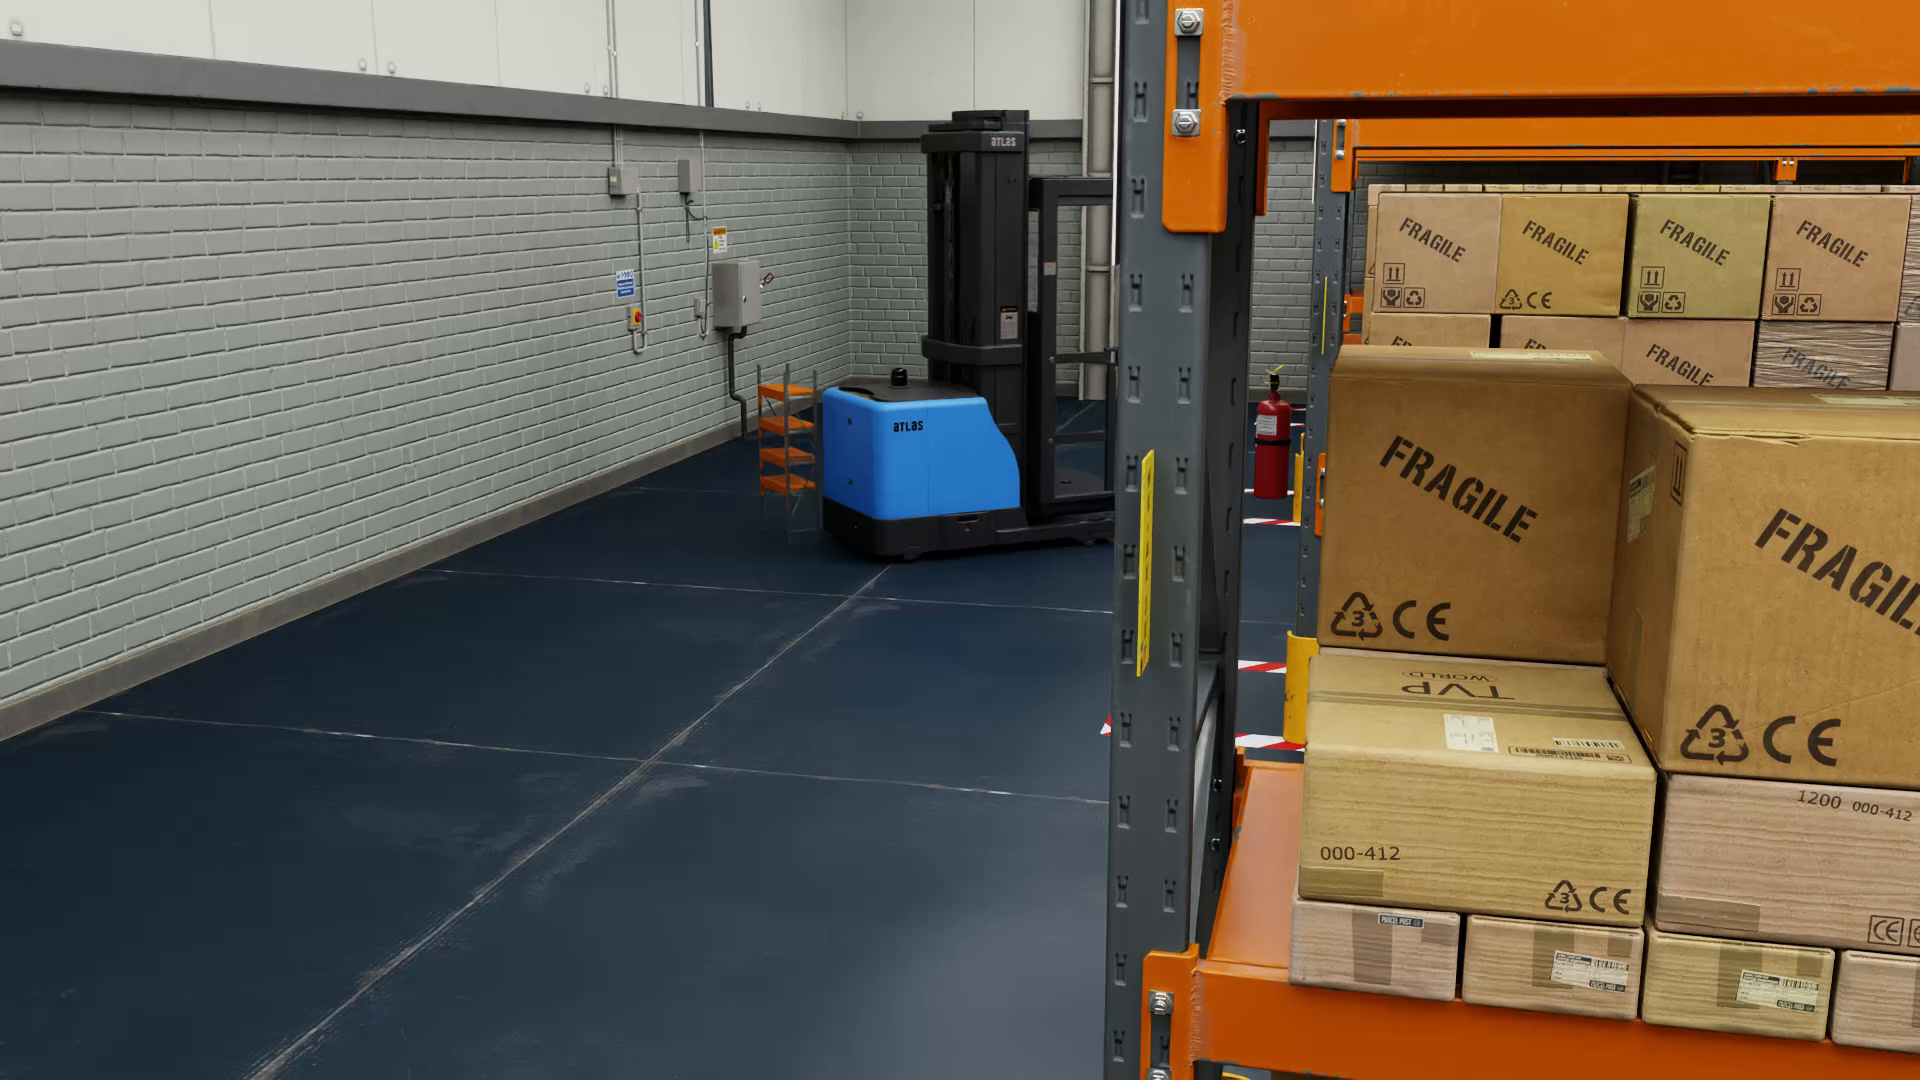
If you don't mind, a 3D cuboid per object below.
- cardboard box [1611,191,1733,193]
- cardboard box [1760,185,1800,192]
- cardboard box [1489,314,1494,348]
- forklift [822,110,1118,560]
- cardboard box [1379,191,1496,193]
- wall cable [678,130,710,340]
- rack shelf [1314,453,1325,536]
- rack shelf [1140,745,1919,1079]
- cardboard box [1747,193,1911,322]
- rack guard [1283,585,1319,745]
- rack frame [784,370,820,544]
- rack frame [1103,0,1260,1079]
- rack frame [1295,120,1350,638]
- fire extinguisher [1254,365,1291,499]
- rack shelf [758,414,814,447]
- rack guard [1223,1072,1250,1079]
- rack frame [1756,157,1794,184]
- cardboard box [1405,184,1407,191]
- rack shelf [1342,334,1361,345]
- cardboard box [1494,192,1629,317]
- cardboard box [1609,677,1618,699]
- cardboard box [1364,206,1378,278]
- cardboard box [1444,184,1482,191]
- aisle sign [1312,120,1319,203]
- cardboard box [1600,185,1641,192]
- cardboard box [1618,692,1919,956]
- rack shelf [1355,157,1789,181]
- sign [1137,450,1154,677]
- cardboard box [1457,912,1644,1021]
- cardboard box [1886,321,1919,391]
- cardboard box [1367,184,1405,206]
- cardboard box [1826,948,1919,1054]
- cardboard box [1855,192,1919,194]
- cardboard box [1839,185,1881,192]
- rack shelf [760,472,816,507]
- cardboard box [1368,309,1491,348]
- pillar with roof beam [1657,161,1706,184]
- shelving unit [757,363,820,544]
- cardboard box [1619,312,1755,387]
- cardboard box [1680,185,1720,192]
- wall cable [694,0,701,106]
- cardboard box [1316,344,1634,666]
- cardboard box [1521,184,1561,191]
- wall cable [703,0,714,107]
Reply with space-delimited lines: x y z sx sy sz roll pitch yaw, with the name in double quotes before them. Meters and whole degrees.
"cardboard box" 3.204 -1.318 7.521 0.500 0.500 0.500 4 13 16
"cardboard box" 5.577 -2.360 11.410 0.250 0.149 0.380 3 13 13
"cardboard box" 2.698 -0.855 7.746 0.500 0.500 0.500 3 13 13
"forklift" 0.584 -1.496 11.710 3.031 2.935 1.130 -6 14 -26
"cardboard box" 2.205 -1.369 7.753 0.500 0.500 0.500 3 13 12
"wall cable" -2.363 -2.787 15.024 0.122 1.984 0.588 3 13 14
"rack shelf" 3.643 -0.203 7.385 4.000 0.370 1.077 3 13 14
"rack shelf" 2.356 0.835 2.708 4.000 0.370 1.077 3 13 14
"cardboard box" 3.560 -1.179 6.897 0.500 0.500 0.500 3 13 12
"rack guard" 1.775 0.566 8.028 0.348 0.500 1.175 3 13 14
"rack frame" -1.098 -0.574 11.552 0.240 1.200 0.015 -7 14 -28
"rack frame" 0.415 0.379 3.101 0.053 2.616 0.949 3 13 14
"rack frame" 1.701 -0.658 7.775 0.127 3.000 1.000 3 13 14
"fire extinguisher" 1.567 -0.549 8.320 0.183 0.674 0.296 3 13 14
"rack shelf" -1.214 -0.774 11.728 0.258 0.148 0.480 -7 14 -28
"rack guard" 0.391 1.599 3.374 0.348 0.500 1.175 3 13 14
"rack frame" 7.858 -2.541 16.261 0.127 3.000 1.000 3 13 14
"cardboard box" 3.438 -2.573 12.371 0.250 0.149 0.380 3 13 15
"rack shelf" 4.731 -1.249 12.101 4.000 0.370 1.077 3 13 14
"cardboard box" 2.565 -1.236 7.155 0.500 0.500 0.500 3 13 15
"cardboard box" 1.441 0.303 3.101 0.500 0.250 0.500 3 13 13
"cardboard box" 3.187 -2.157 11.989 0.500 0.500 0.500 3 13 12
"cardboard box" 3.564 -2.445 11.792 0.250 0.149 0.380 3 13 15
"aisle sign" 1.558 -1.868 7.226 0.004 0.787 0.394 3 13 14
"cardboard box" 4.563 -2.392 11.553 0.250 0.149 0.380 3 13 12
"cardboard box" 1.322 0.415 2.598 0.500 0.250 0.500 3 13 13
"rack shelf" 5.916 -3.758 16.481 4.000 0.370 1.077 3 13 14
"sign" 0.276 0.035 2.471 0.005 0.325 0.100 3 13 14
"cardboard box" 0.930 0.603 2.670 0.250 0.149 0.380 3 13 13
"cardboard box" 4.061 -0.664 6.882 0.500 0.500 0.500 3 13 13
"cardboard box" 3.067 -2.481 11.956 0.250 0.149 0.380 3 13 15
"cardboard box" 1.432 0.630 2.551 0.250 0.149 0.380 3 13 13
"cardboard box" 4.216 -1.264 7.279 0.500 0.500 0.500 3 13 14
"cardboard box" 6.067 -2.336 11.301 0.250 0.149 0.380 3 13 15
"rack shelf" -1.214 -0.361 11.820 0.258 0.148 0.480 -7 14 -28
"cardboard box" 2.071 -0.771 7.365 0.500 0.500 0.500 4 13 16
"pillar with roof beam" 6.367 -4.790 12.548 0.400 9.000 9.100 3 13 14
"shelving unit" -1.214 -0.621 11.762 0.258 1.200 0.503 -7 14 -28
"cardboard box" 3.069 -0.720 7.138 0.500 0.500 0.500 3 13 14
"cardboard box" 5.071 -2.379 11.495 0.250 0.149 0.380 3 13 12
"wall cable" -2.618 -5.027 13.617 0.029 3.000 2.355 3 13 14
"cardboard box" 0.951 -0.089 3.136 0.500 0.500 0.500 3 13 14
"cardboard box" 4.091 -2.433 11.737 0.250 0.149 0.380 3 13 14
"wall cable" -1.914 -5.629 16.244 0.133 3.039 2.988 3 13 14
